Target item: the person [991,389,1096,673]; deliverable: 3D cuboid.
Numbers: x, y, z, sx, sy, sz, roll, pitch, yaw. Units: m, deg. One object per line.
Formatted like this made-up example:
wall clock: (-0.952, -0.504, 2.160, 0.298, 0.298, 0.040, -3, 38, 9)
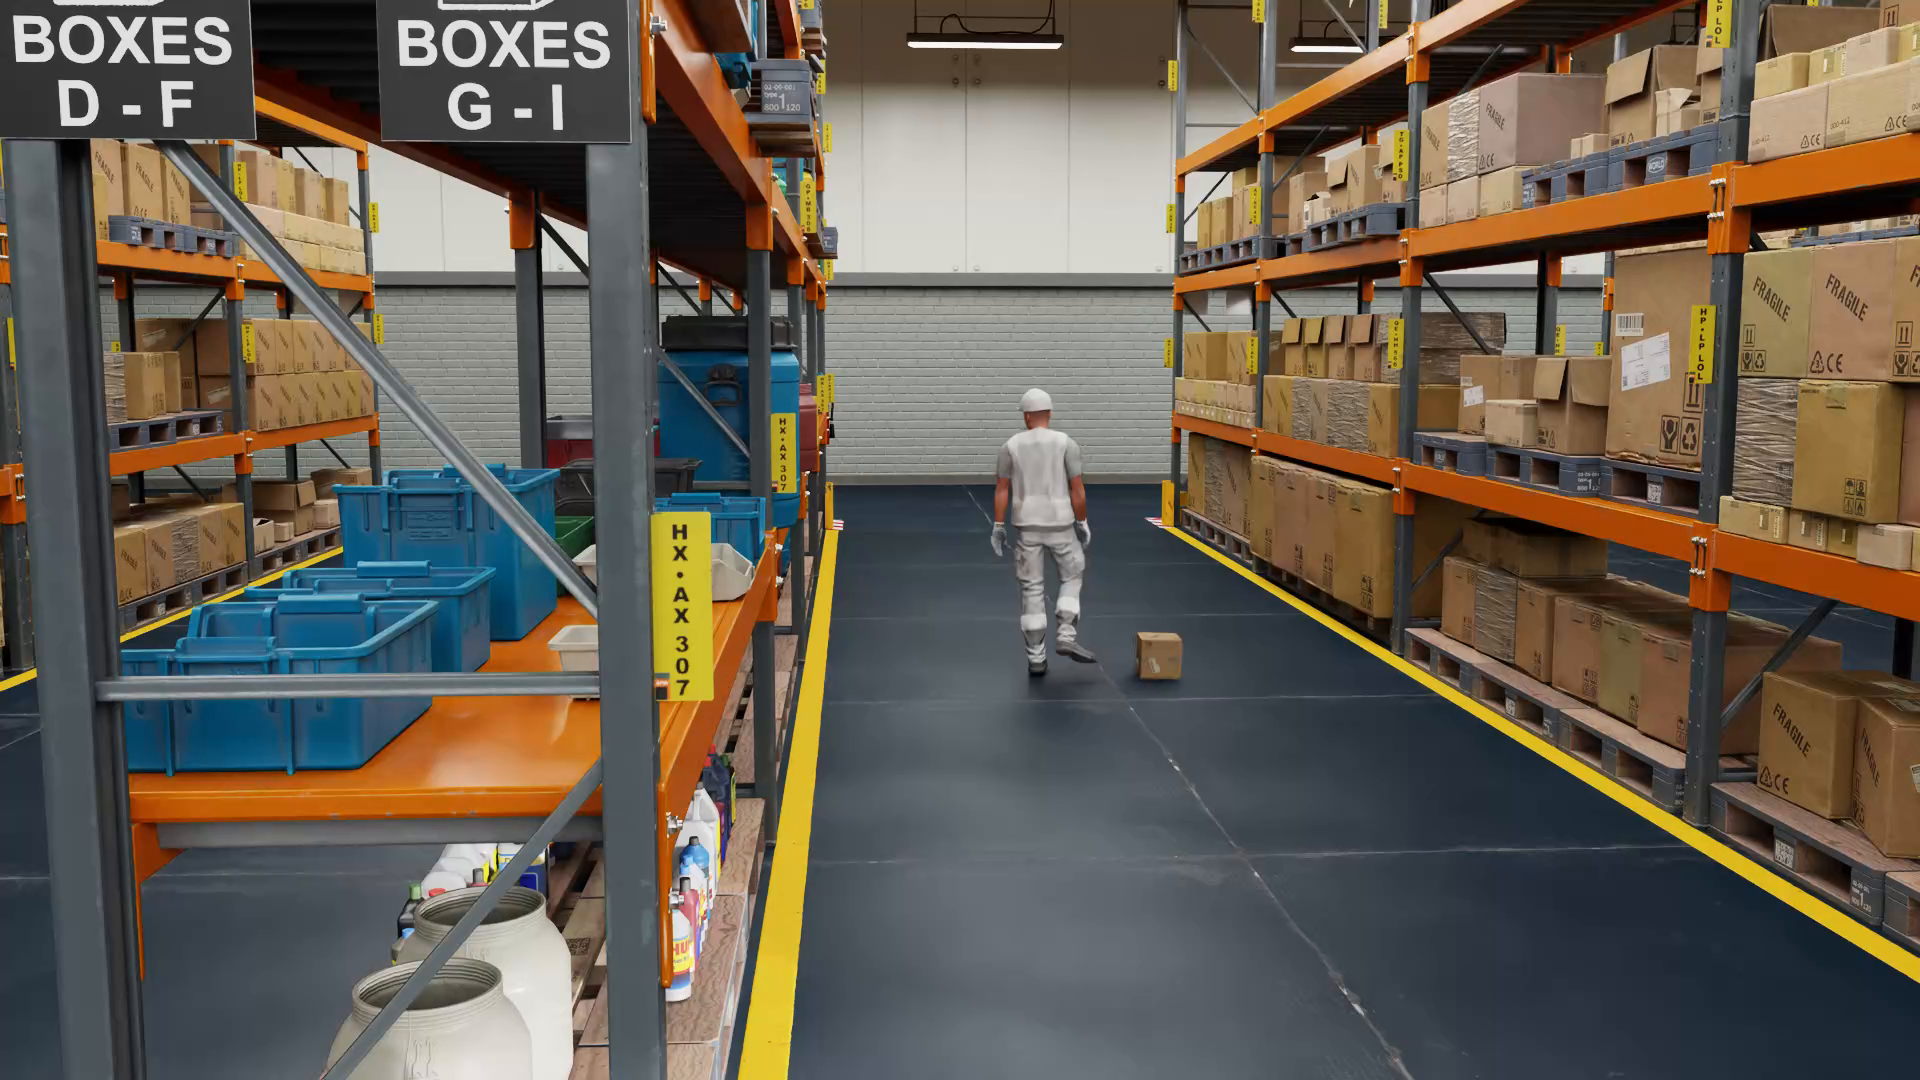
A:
person: (0.535, -0.069, 10.555, 0.672, 1.775, 0.436, 1, 7, 8)
